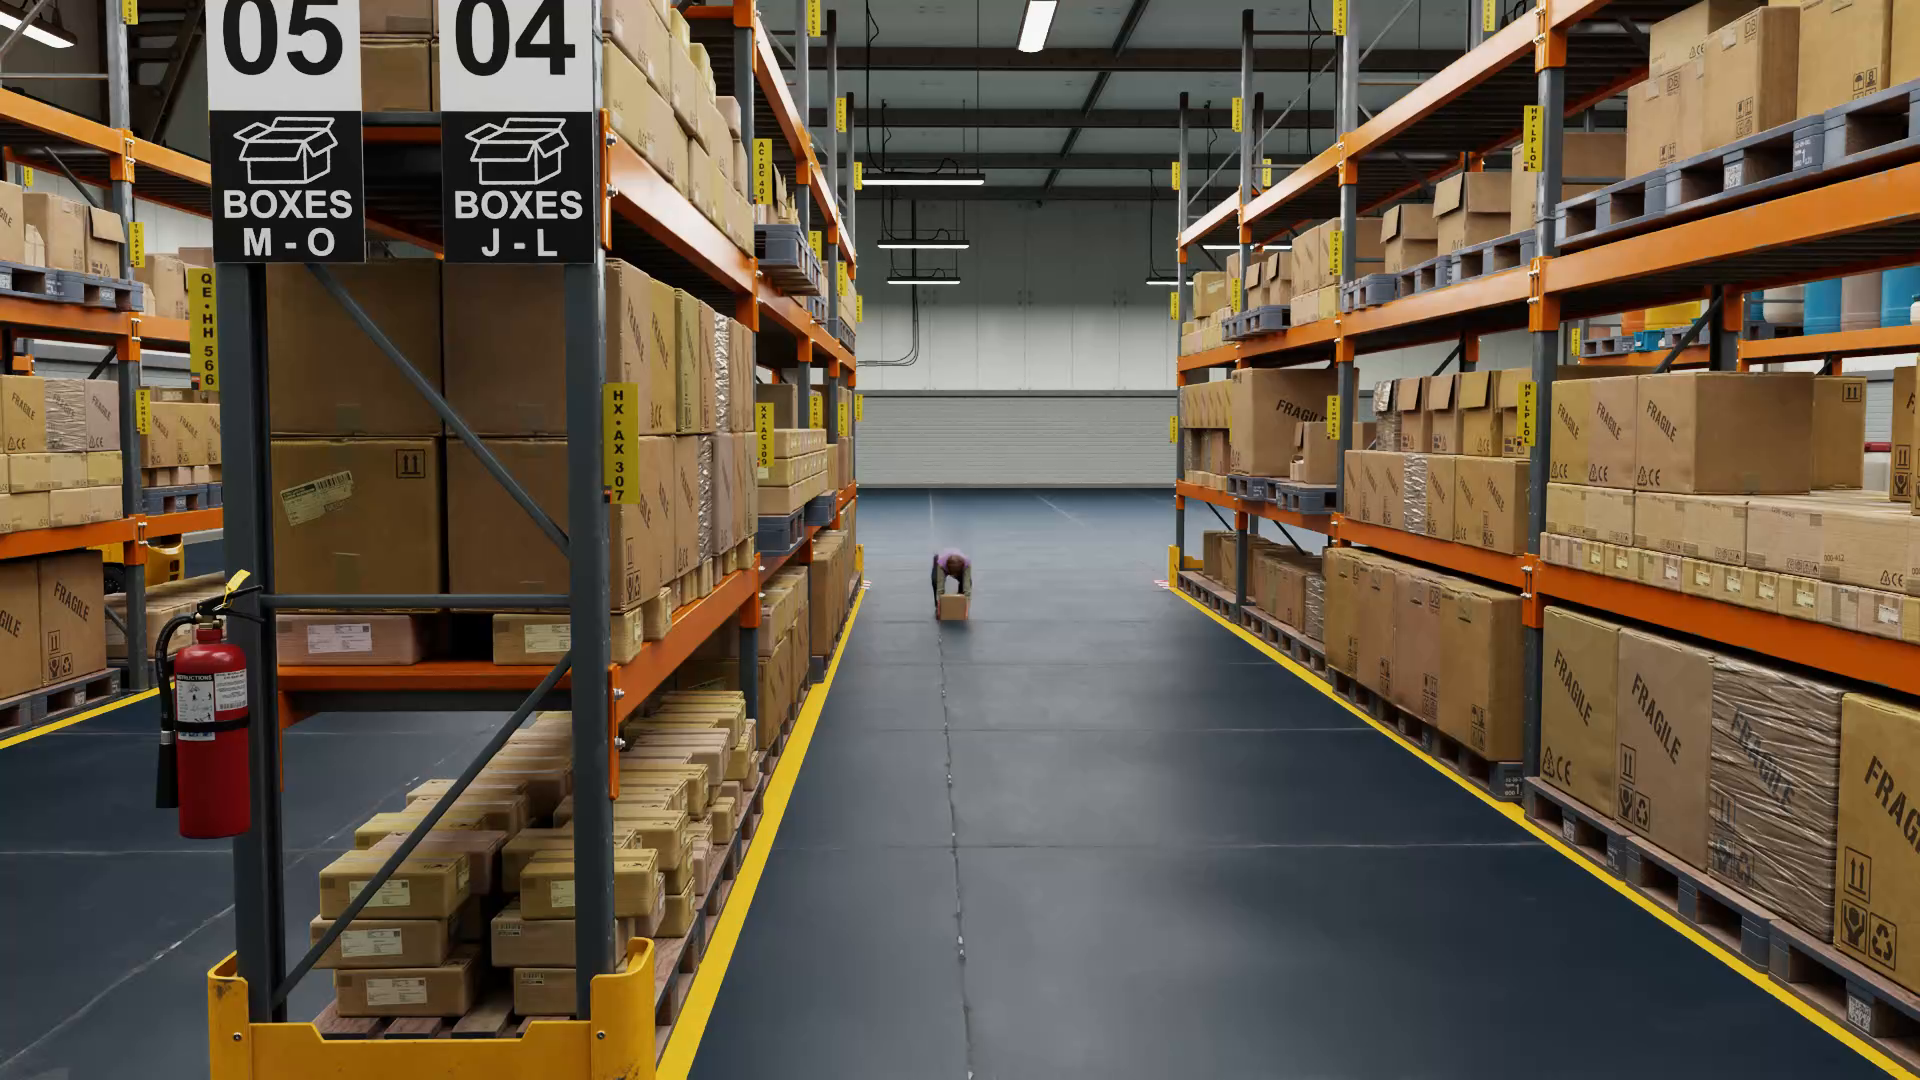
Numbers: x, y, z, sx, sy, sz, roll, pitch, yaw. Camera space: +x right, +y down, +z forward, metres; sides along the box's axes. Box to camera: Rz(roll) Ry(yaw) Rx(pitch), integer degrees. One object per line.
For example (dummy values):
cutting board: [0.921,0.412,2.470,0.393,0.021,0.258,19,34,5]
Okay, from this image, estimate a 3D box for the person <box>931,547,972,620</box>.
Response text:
person: [-0.087,0.450,17.316,0.421,0.738,0.872,0,4,-3]
